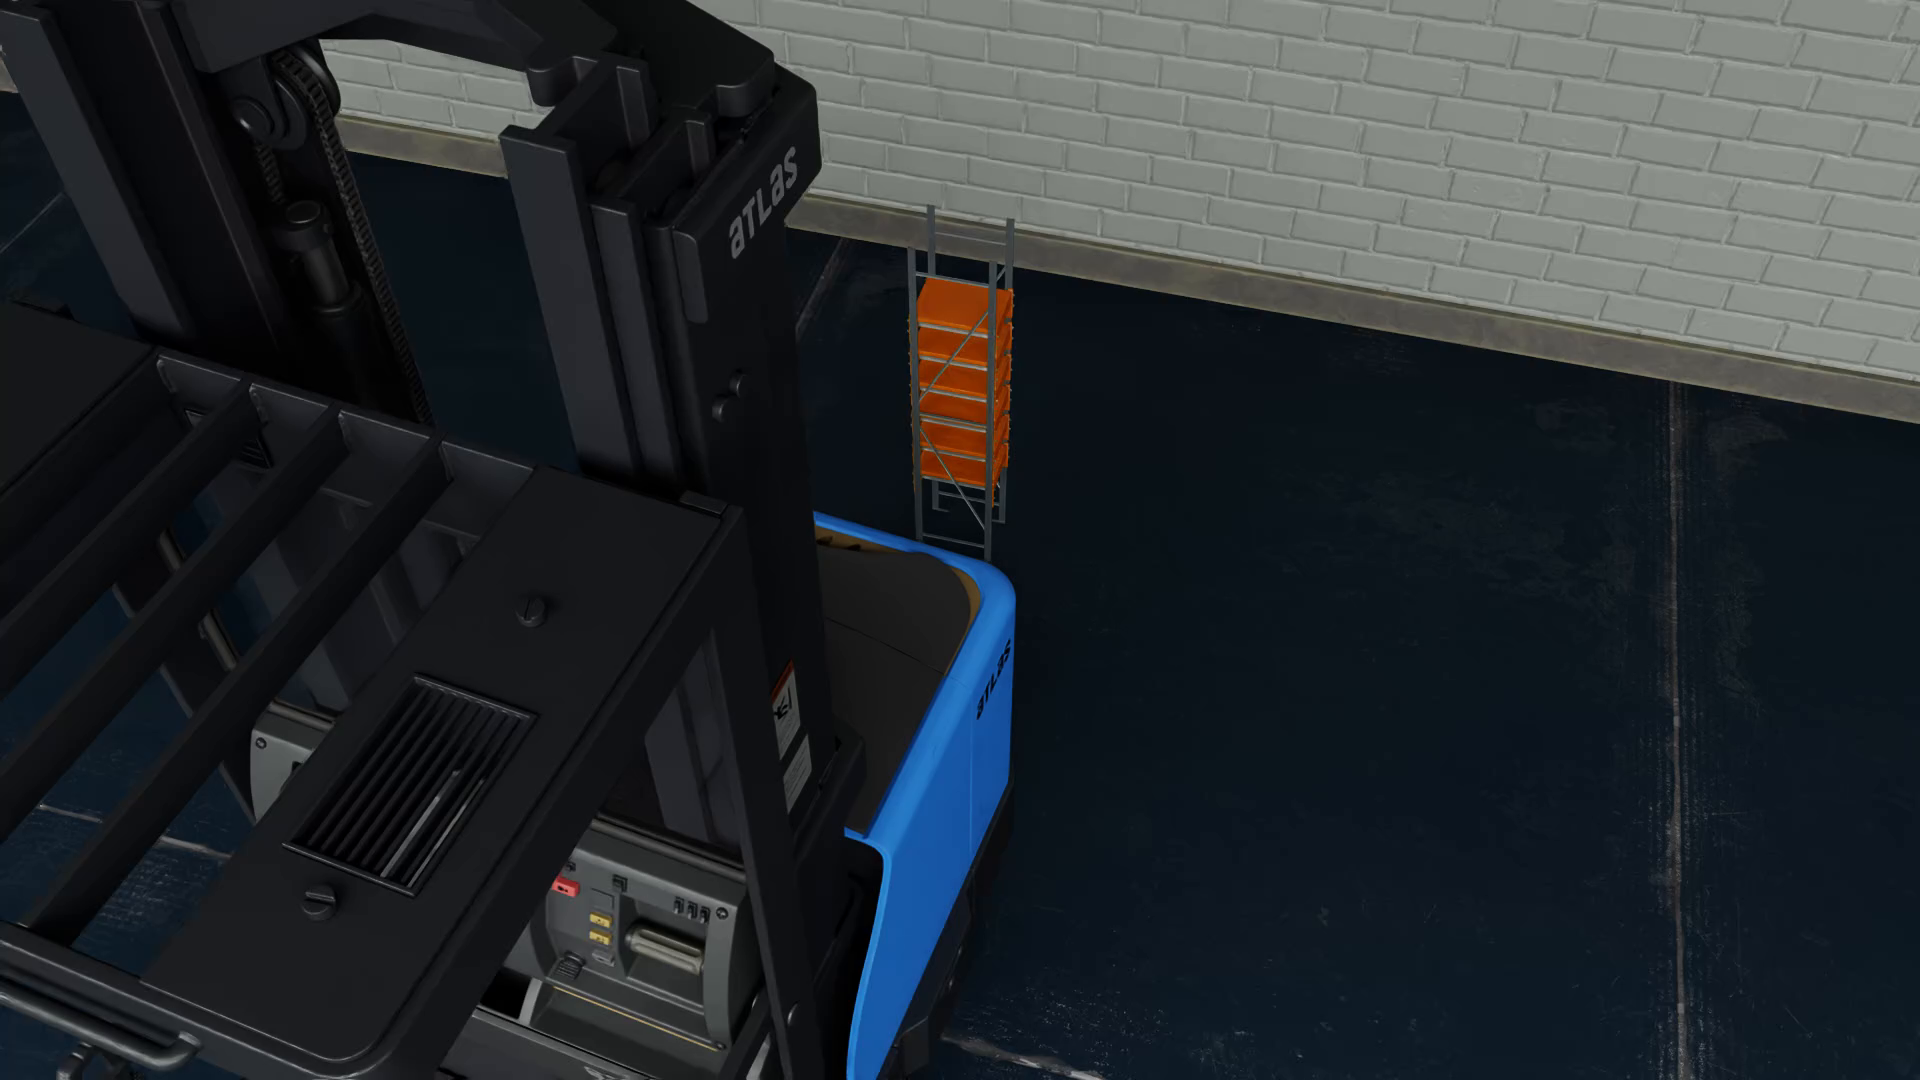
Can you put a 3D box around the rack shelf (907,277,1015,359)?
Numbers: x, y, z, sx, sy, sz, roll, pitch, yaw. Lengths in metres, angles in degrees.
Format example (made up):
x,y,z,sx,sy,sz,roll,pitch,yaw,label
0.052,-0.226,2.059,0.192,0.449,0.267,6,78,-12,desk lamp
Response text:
x,y,z,sx,sy,sz,roll,pitch,yaw,label
0.004,-0.616,4.573,0.258,0.103,0.180,12,50,10,rack shelf

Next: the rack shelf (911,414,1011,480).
x,y,z,sx,sy,sz,roll,pitch,yaw,label
0.004,-0.299,4.933,0.258,0.103,0.180,12,50,10,rack shelf

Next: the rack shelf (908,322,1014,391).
x,y,z,sx,sy,sz,roll,pitch,yaw,label
0.004,-0.537,4.663,0.258,0.103,0.180,12,50,10,rack shelf

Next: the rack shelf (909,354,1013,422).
x,y,z,sx,sy,sz,roll,pitch,yaw,label
0.004,-0.457,4.753,0.258,0.103,0.180,12,50,10,rack shelf

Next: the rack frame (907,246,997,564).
x,y,z,sx,sy,sz,roll,pitch,yaw,label
-0.020,-0.341,4.751,0.240,1.200,0.006,12,50,10,rack frame

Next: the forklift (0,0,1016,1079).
x,y,z,sx,sy,sz,roll,pitch,yaw,label
-0.871,0.705,2.673,1.130,2.935,3.031,17,51,14,forklift

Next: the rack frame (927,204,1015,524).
x,y,z,sx,sy,sz,roll,pitch,yaw,label
0.028,-0.474,4.868,0.240,1.200,0.006,12,50,10,rack frame

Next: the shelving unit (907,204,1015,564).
x,y,z,sx,sy,sz,roll,pitch,yaw,label
0.004,-0.407,4.809,0.258,1.200,0.189,12,50,10,shelving unit

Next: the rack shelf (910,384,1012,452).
x,y,z,sx,sy,sz,roll,pitch,yaw,label
0.004,-0.378,4.843,0.258,0.103,0.180,12,50,10,rack shelf

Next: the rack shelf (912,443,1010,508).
x,y,z,sx,sy,sz,roll,pitch,yaw,label
0.004,-0.219,5.023,0.258,0.103,0.180,12,50,10,rack shelf
